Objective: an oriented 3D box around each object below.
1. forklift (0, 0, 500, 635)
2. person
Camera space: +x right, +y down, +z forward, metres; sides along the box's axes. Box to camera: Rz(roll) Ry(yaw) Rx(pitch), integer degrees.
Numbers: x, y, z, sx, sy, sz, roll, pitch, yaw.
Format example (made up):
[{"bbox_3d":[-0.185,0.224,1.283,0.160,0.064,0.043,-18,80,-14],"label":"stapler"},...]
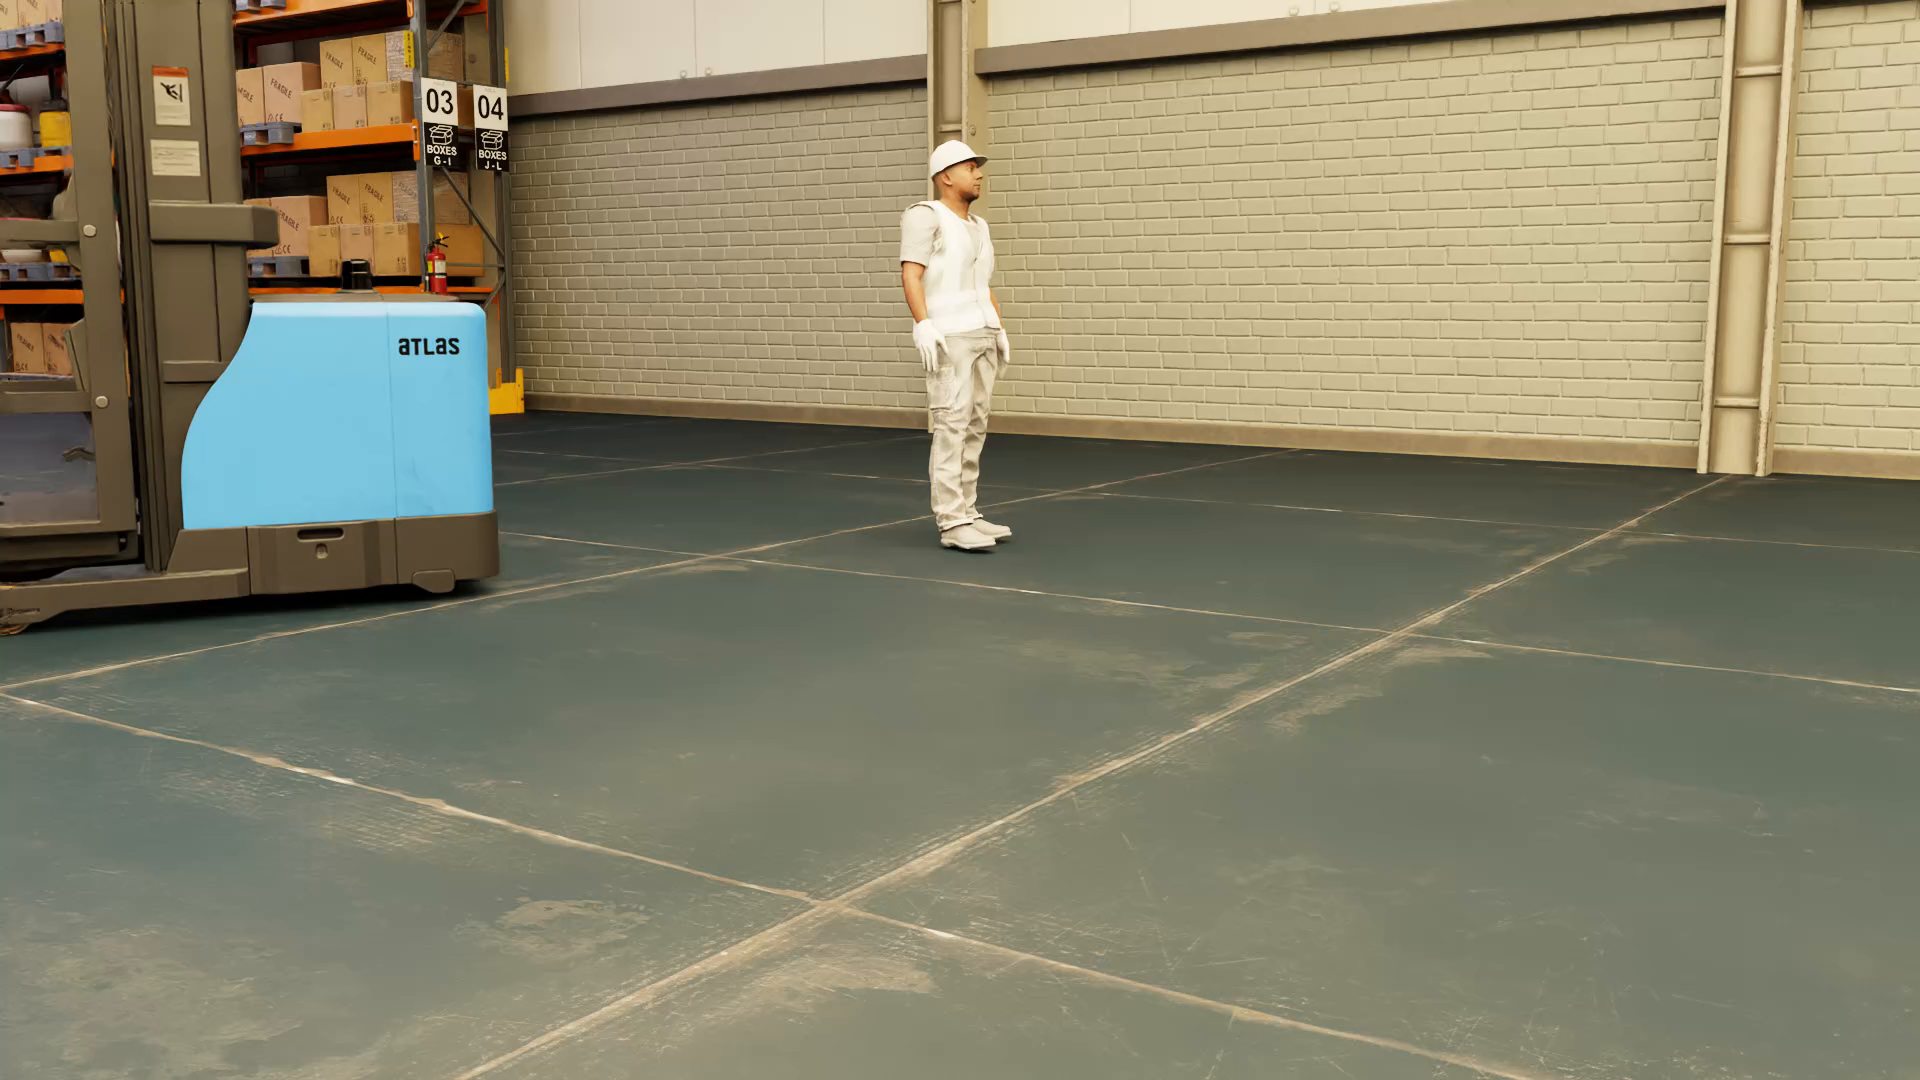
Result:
[{"bbox_3d":[-12.814,-2.259,13.080,13.213,2.935,23.089,-4,9,-27],"label":"forklift"},{"bbox_3d":[0.063,-0.882,7.426,0.557,1.784,0.656,5,10,34],"label":"person"}]
